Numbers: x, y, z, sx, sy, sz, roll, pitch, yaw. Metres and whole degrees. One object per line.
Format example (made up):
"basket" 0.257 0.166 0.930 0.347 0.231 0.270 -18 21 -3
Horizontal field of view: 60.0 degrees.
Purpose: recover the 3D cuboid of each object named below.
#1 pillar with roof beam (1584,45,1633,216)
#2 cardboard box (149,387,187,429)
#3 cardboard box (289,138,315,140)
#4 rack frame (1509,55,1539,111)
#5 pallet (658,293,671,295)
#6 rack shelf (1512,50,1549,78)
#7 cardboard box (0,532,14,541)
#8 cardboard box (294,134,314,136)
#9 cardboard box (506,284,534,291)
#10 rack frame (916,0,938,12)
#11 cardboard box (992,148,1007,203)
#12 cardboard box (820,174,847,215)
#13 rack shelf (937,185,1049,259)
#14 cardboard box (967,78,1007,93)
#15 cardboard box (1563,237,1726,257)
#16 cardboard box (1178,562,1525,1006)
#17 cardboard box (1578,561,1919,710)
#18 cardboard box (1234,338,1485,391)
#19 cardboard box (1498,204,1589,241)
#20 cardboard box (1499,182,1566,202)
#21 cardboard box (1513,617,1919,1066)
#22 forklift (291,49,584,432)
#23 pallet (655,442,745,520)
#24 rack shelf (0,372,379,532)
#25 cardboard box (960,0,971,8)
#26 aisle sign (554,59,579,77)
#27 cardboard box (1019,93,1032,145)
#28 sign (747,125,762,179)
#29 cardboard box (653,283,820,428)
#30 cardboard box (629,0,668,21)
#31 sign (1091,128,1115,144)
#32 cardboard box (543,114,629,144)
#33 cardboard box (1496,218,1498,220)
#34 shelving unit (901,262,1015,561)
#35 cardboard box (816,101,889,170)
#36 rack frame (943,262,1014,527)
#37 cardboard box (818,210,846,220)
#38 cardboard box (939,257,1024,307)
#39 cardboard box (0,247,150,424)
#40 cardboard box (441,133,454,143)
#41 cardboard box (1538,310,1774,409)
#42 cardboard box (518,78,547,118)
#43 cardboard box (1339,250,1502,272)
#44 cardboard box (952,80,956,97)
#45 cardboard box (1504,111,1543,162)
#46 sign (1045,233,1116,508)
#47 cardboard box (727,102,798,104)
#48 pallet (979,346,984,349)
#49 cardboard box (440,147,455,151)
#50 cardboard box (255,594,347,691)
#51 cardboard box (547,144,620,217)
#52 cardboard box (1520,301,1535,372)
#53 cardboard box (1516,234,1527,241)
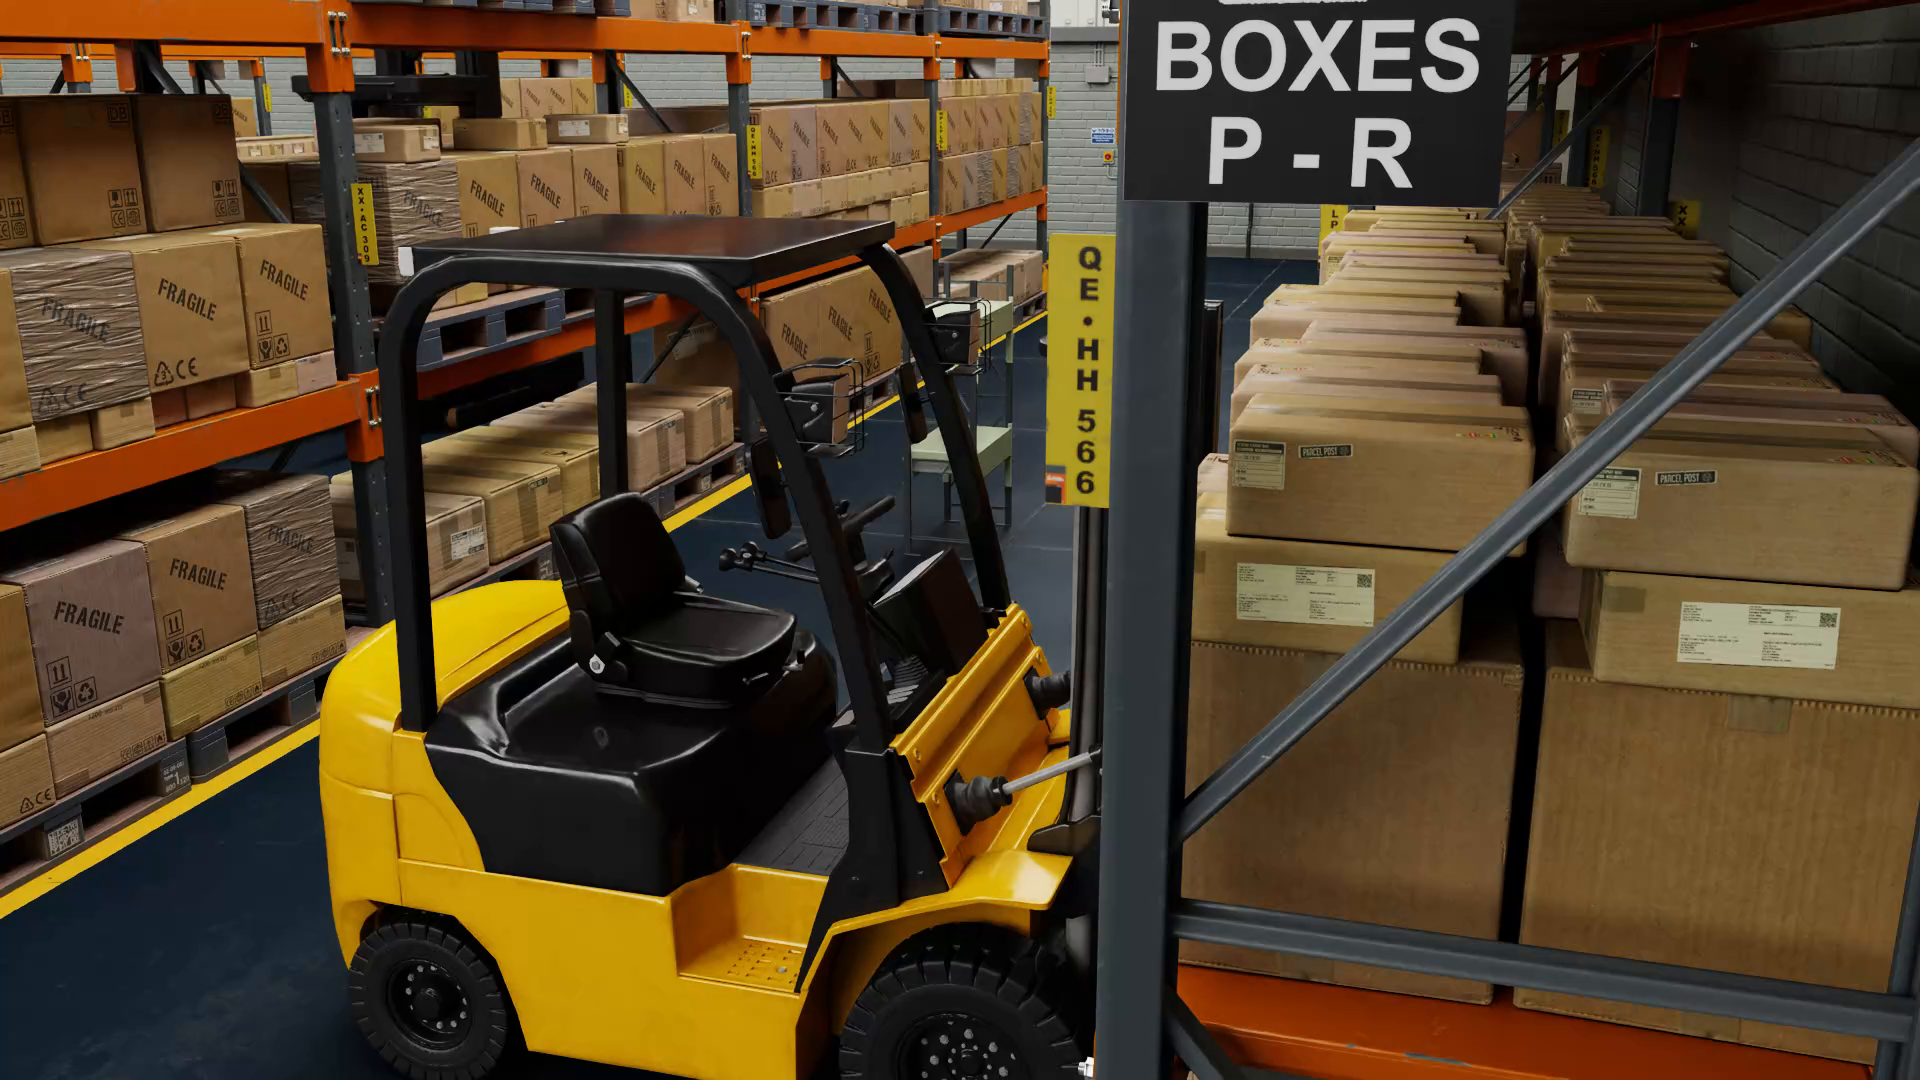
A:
"pillar with roof beam" 1.013 -5.953 13.826 9.100 9.000 0.400 5 16 16
"cardboard box" -3.051 -0.491 6.024 0.380 0.149 0.250 4 16 15
"cardboard box" -5.608 -3.403 14.429 0.380 0.149 0.250 5 16 16
"rack frame" 5.216 -3.667 16.761 1.000 3.000 0.127 5 16 16
"pallet" -1.918 -1.671 10.075 1.213 0.211 1.003 5 16 16
"rack shelf" 4.647 -4.241 14.605 1.077 0.370 4.000 5 16 16
"cardboard box" -3.671 0.258 5.817 0.500 0.500 0.500 6 17 19
"cardboard box" -6.009 -3.662 15.344 0.380 0.149 0.250 6 17 19
"cardboard box" -2.295 -1.322 8.183 0.380 0.149 0.250 5 17 17
"rack frame" -0.681 -5.891 13.607 1.000 3.000 0.127 5 16 16
"cardboard box" 0.144 -3.551 16.168 0.500 0.500 0.500 5 17 18
"cardboard box" -1.136 -2.504 12.021 0.500 0.250 0.500 5 16 16
"rack shelf" -0.113 -3.182 16.368 1.077 0.370 4.000 5 16 16
"cardboard box" 0.251 -4.515 16.546 0.380 0.149 0.250 4 16 15
"cardboard box" 1.820 -0.721 4.457 0.380 0.149 0.250 4 16 15
"cardboard box" 0.557 0.322 2.515 0.500 0.500 0.500 4 16 15
"cardboard box" 1.014 0.090 2.143 0.380 0.149 0.250 4 16 14
"cardboard box" 0.657 -0.232 2.733 0.380 0.149 0.250 5 17 17
"cardboard box" 2.626 -1.430 7.503 0.380 0.149 0.250 5 17 17
"cardboard box" 3.044 -1.834 8.925 0.380 0.149 0.250 5 17 18
"cardboard box" 1.076 0.363 2.370 0.500 0.500 0.500 5 17 18
"forklift" -4.065 -2.343 12.219 1.130 2.935 3.031 5 17 18
"pallet" -2.041 -0.412 10.396 1.003 0.211 1.213 5 16 16
"rack shelf" -3.523 -0.042 5.300 1.077 0.370 4.000 5 16 16
"cardboard box" -0.329 -5.103 15.184 0.797 0.503 0.637 6 17 20
"aisle sign" -4.586 -5.702 19.170 0.394 0.787 0.004 5 16 16
"cardboard box" 0.426 -4.297 16.965 0.500 0.500 0.500 5 16 16
"sign" -1.295 -2.437 10.449 0.100 0.325 0.005 5 16 16
"cardboard box" -1.542 -1.312 11.583 0.875 0.875 0.875 4 16 15
"cardboard box" -2.097 -3.202 9.441 0.700 0.500 0.500 5 16 16
"sign" 2.007 -5.678 23.355 0.327 0.218 0.001 5 16 16
"cardboard box" -2.012 -2.213 8.950 0.380 0.149 0.250 4 16 13
"cardboard box" 2.937 -1.470 8.372 0.500 0.250 0.500 5 17 16
"shelving unit" -0.002 -0.720 9.119 0.431 1.500 0.755 5 16 16
"cardboard box" -0.870 -3.130 12.853 0.500 0.500 0.500 5 17 18
"rack frame" 0.102 -0.816 9.456 0.400 1.500 0.023 5 16 16
"cardboard box" -1.154 -2.267 12.100 0.500 0.250 0.500 5 17 18
"cardboard box" 0.112 -2.600 16.925 0.875 0.438 0.875 5 17 17
"cardboard box" -3.125 -0.696 5.558 0.500 0.500 0.500 5 17 17
"cardboard box" -5.073 -3.663 16.019 0.500 0.500 0.500 4 16 15
"cardboard box" 1.273 -0.326 3.065 0.380 0.149 0.250 5 17 18
"cardboard box" -4.641 -4.534 17.256 0.500 0.500 0.500 4 16 14
"cardboard box" 1.140 -0.627 4.127 0.380 0.149 0.250 5 16 16
"cardboard box" -0.253 -4.047 14.895 0.380 0.149 0.250 4 16 15
"cardboard box" 4.757 -3.421 14.250 0.500 0.500 0.500 4 16 14
"sign" 0.152 -0.198 1.974 0.100 0.325 0.005 5 16 16
"cardboard box" -1.486 -3.039 12.531 0.500 0.500 0.500 4 16 15
"pallet" -0.390 -1.856 15.486 1.003 0.211 1.213 5 16 16
"cardboard box" -2.751 -1.708 8.356 0.500 0.500 0.500 5 17 18
"cardboard box" -2.865 0.385 6.745 0.500 0.250 0.500 5 17 18
"cardboard box" -2.115 -1.800 8.680 0.500 0.500 0.500 4 16 14
"cardboard box" 1.643 -0.518 4.288 0.380 0.149 0.250 5 17 18
"cardboard box" 2.238 -1.029 6.089 0.380 0.149 0.250 4 16 14
